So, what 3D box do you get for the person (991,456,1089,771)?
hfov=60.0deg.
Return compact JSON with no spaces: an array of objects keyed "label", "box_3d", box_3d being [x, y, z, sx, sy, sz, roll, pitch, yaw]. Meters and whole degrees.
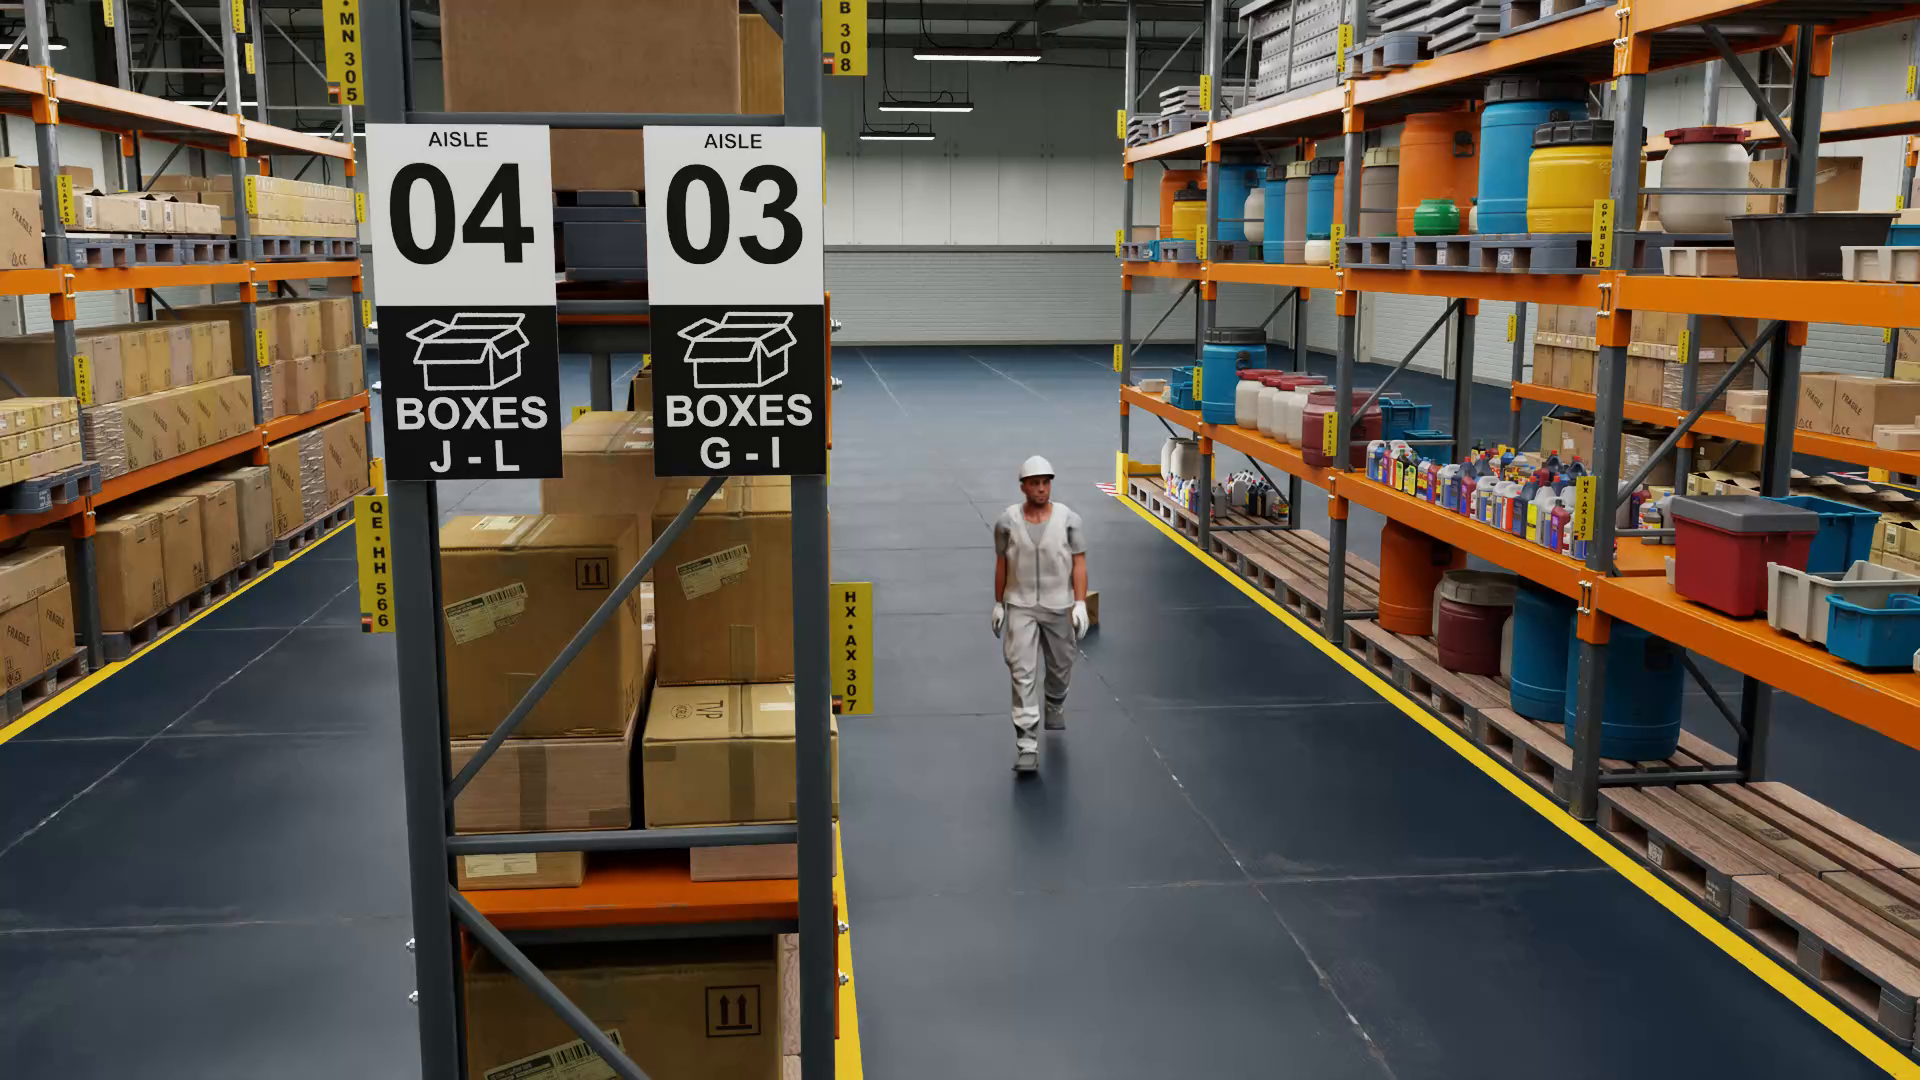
[{"label":"person","box_3d":[0.458,0.391,9.572,0.560,1.764,0.946,0,10,2]}]
